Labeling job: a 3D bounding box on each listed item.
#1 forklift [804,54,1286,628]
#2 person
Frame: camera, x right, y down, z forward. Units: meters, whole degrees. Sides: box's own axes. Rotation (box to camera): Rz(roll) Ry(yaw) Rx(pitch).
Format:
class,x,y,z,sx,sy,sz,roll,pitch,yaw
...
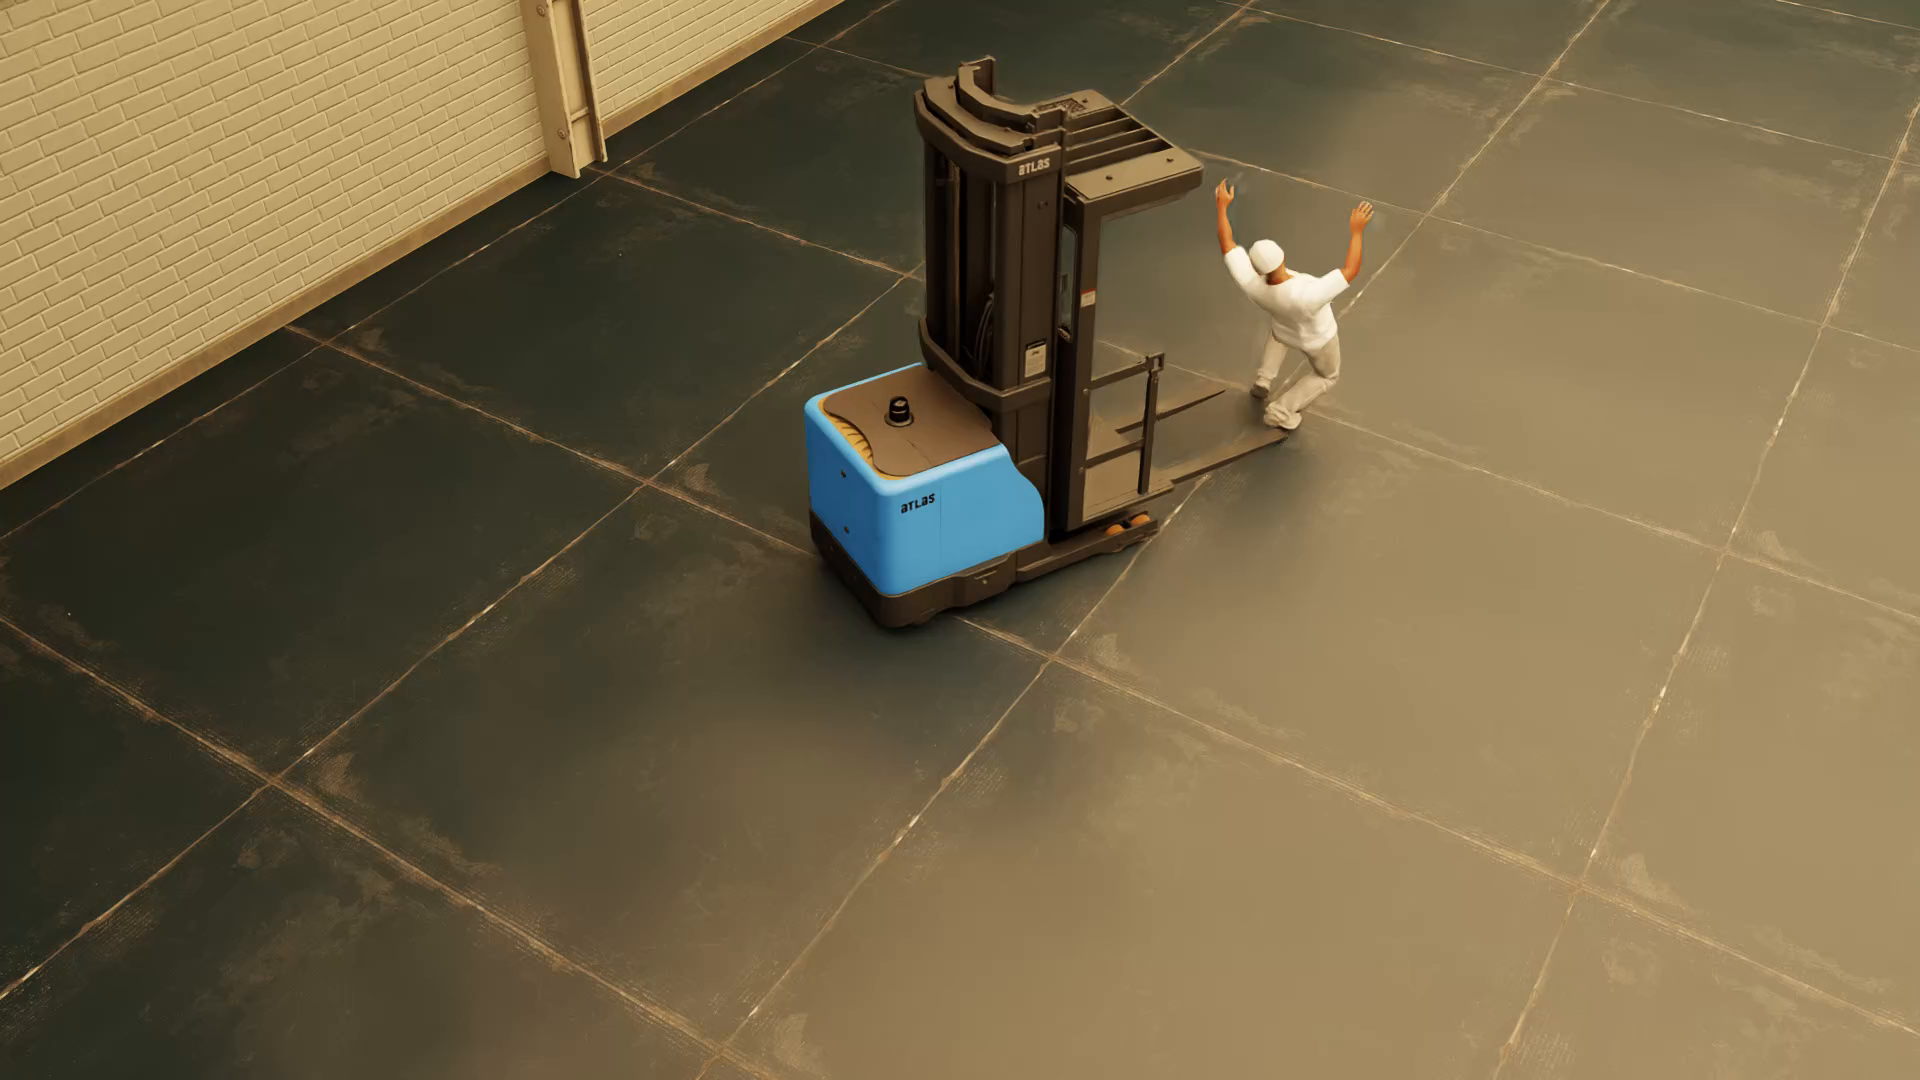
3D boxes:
class,x,y,z,sx,sy,sz,roll,pitch,yaw
forklift,0.624,-1.320,9.524,3.031,2.935,1.130,-21,44,-23
person,2.045,-1.510,10.753,0.810,1.667,1.071,-32,50,-32
